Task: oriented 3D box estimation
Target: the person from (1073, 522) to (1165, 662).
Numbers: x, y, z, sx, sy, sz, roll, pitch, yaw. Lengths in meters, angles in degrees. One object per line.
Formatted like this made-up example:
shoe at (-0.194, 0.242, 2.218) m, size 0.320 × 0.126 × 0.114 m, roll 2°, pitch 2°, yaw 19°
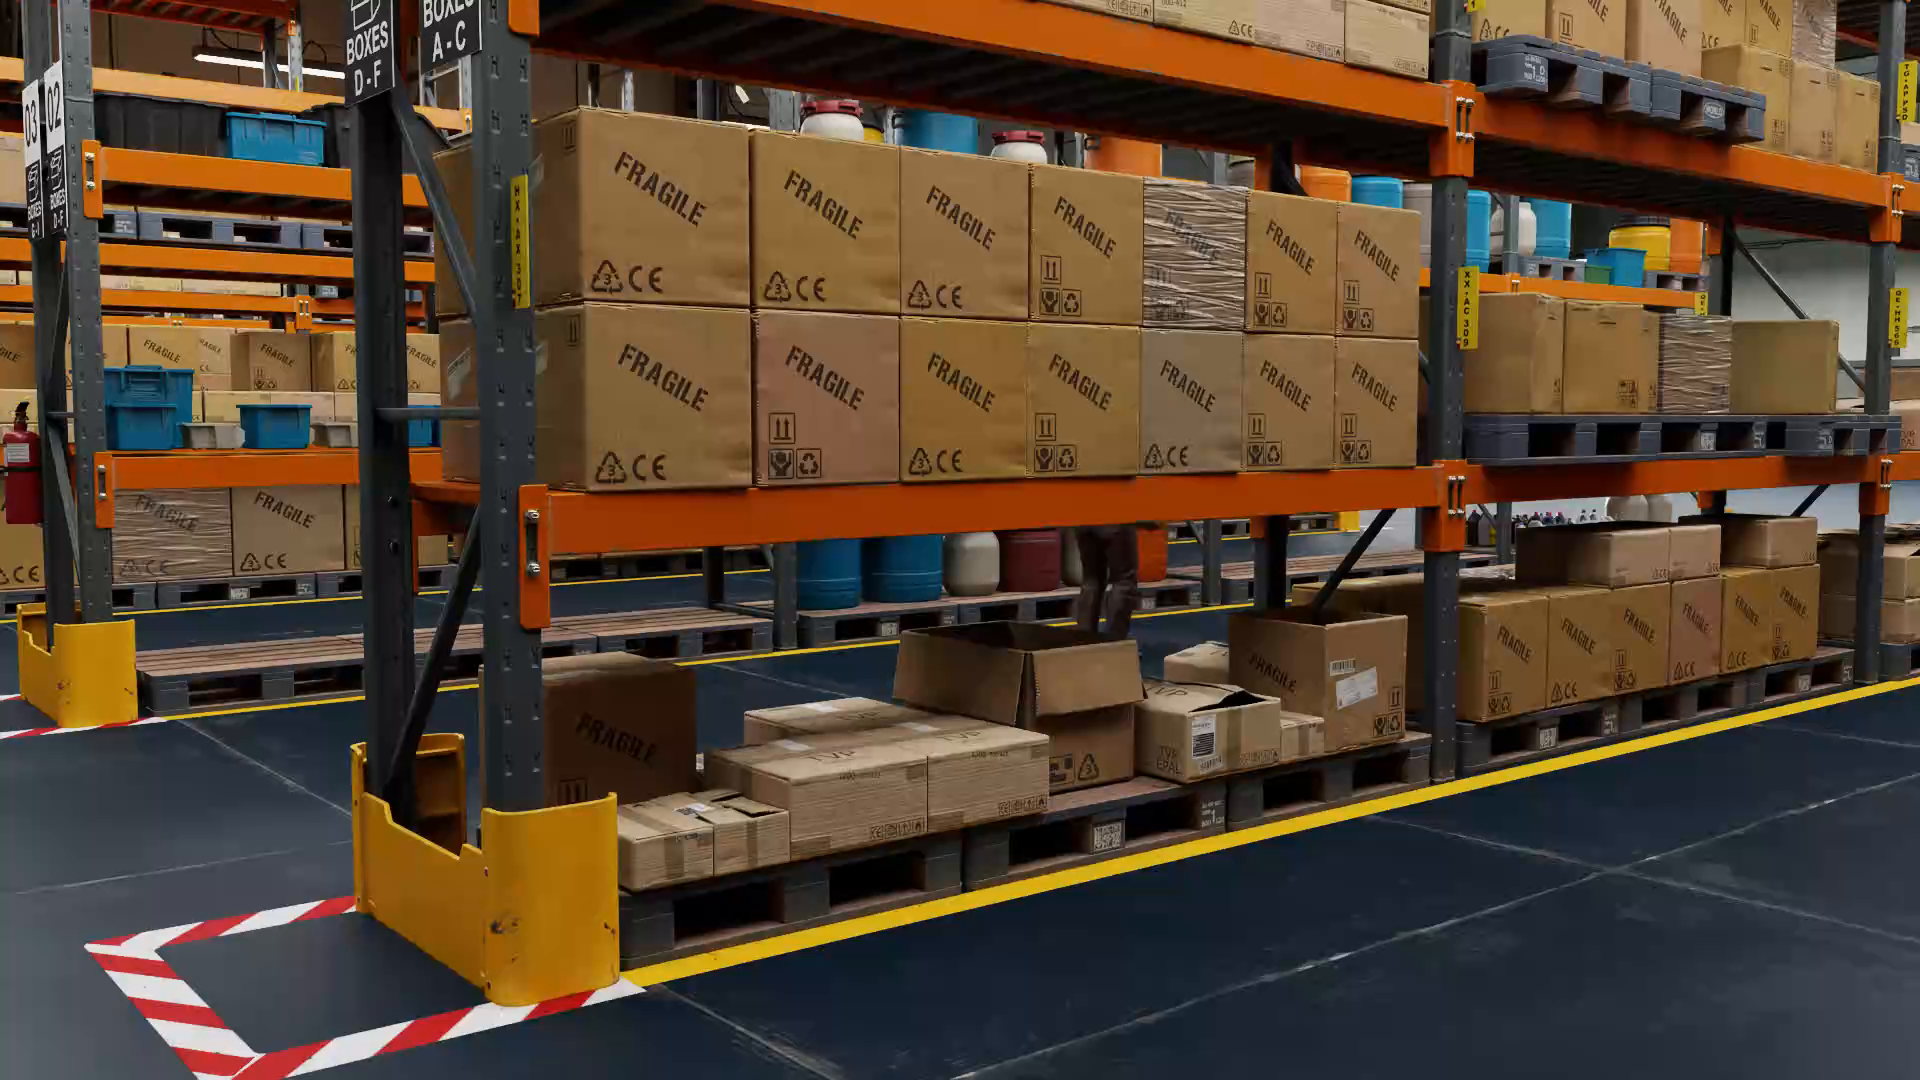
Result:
person at (0.962, -0.068, 10.293) m, size 0.575 × 1.620 × 0.487 m, roll -4°, pitch 6°, yaw -40°
